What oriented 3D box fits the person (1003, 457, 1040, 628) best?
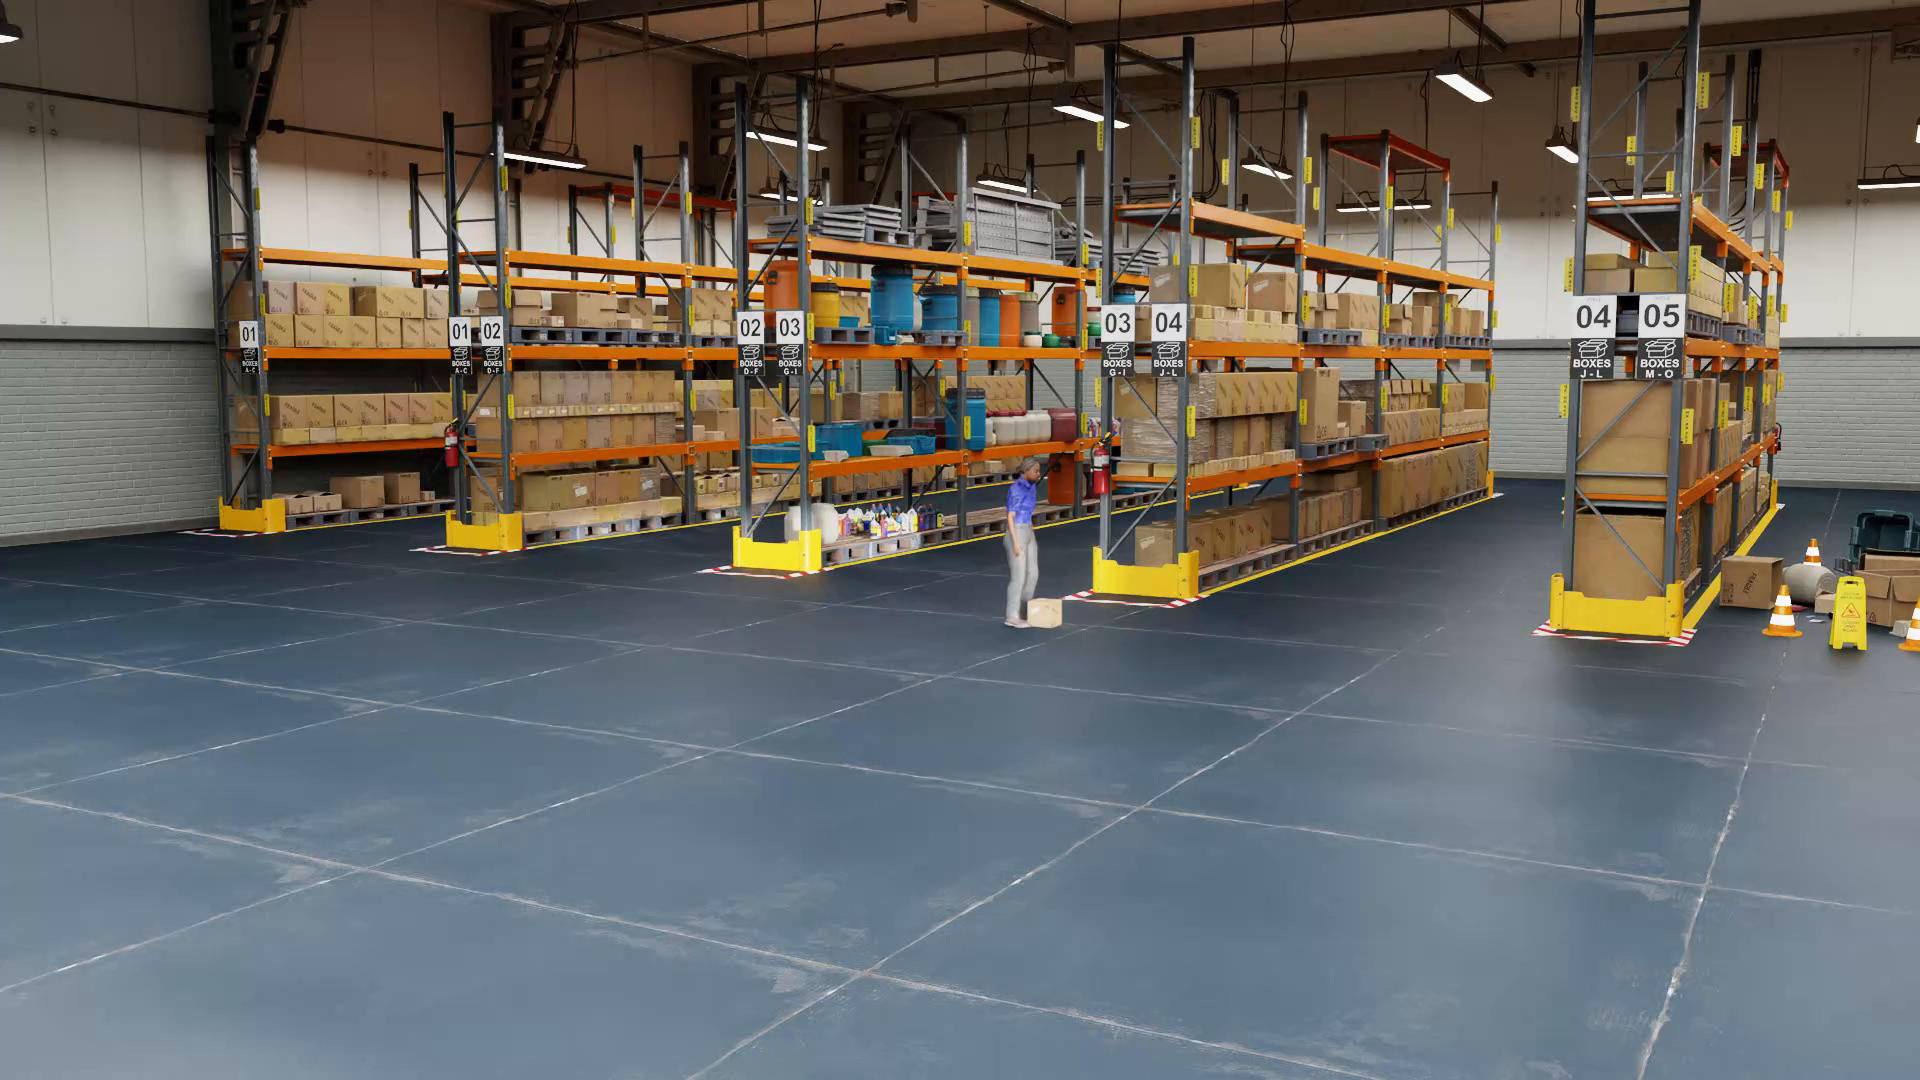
[{"bbox_3d":[0.618,0.009,16.315,0.352,1.653,0.512,3,7,26],"label":"person"}]
